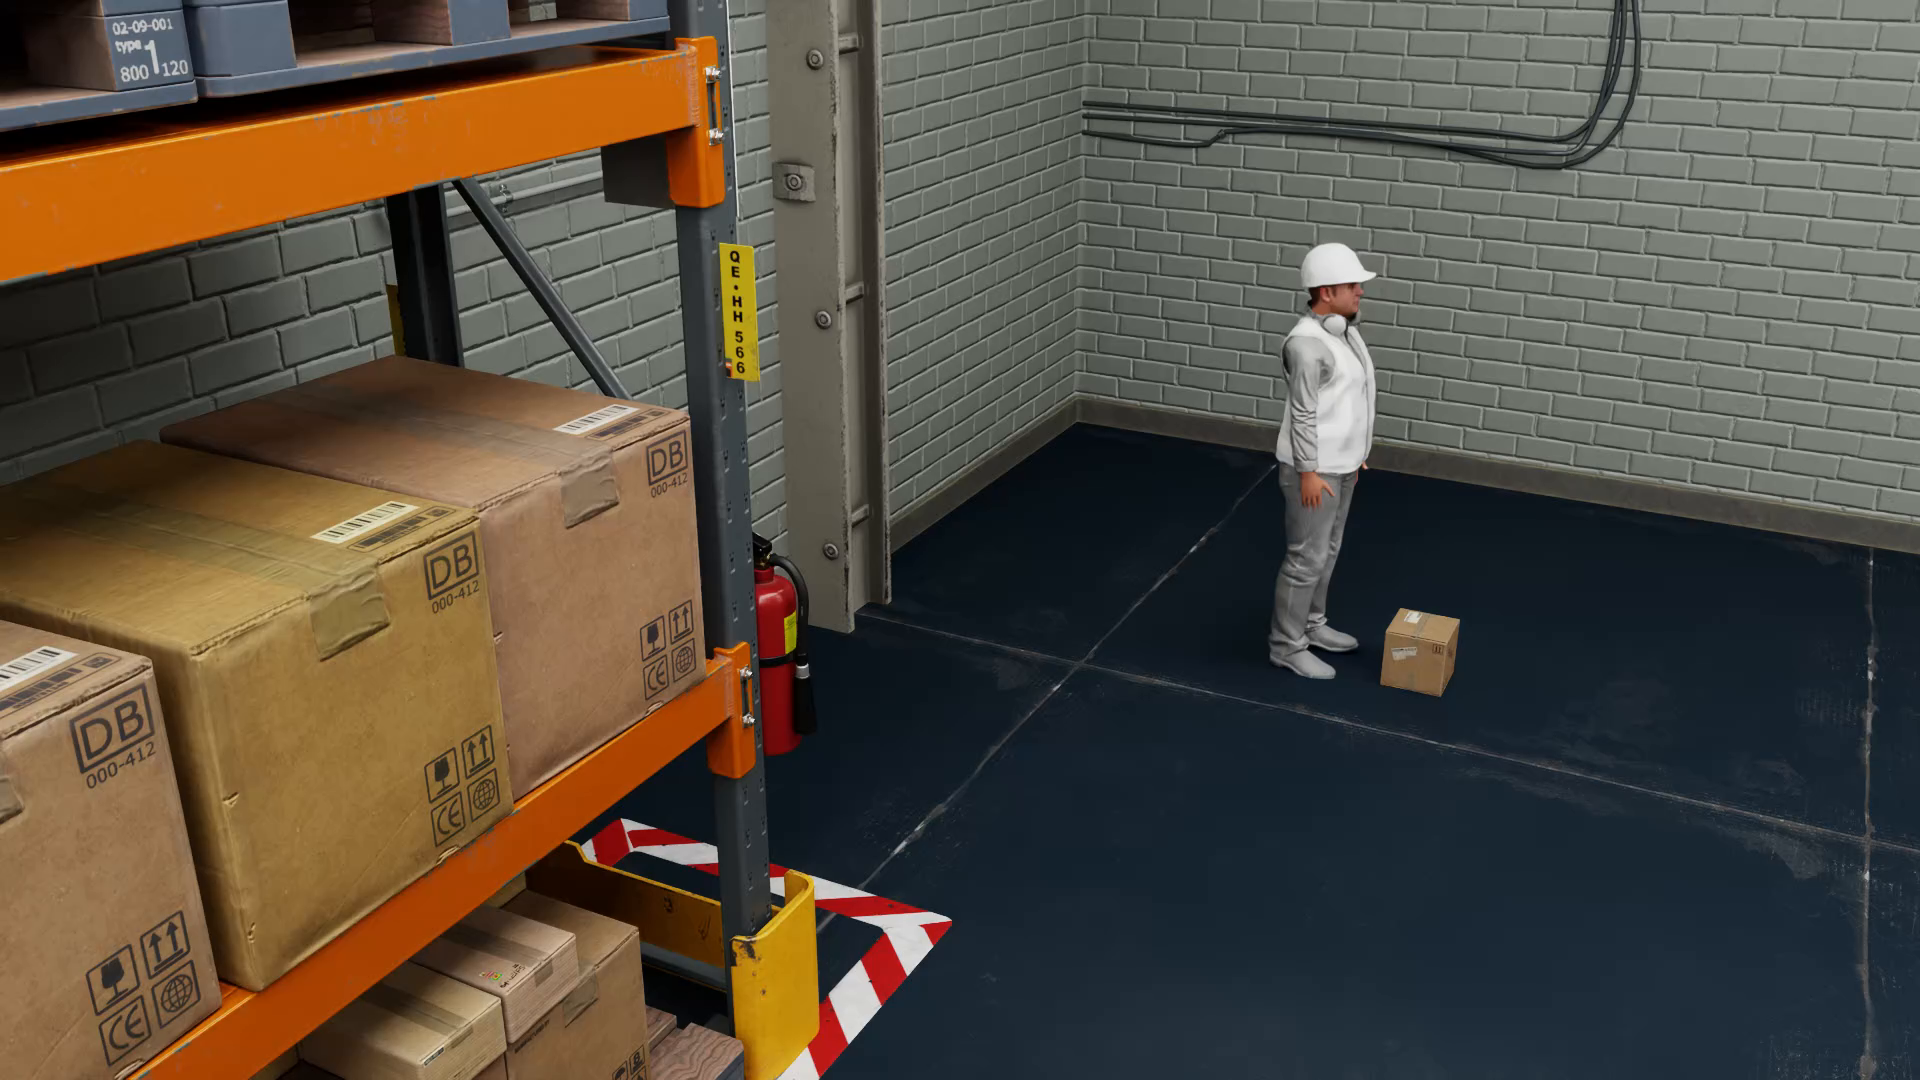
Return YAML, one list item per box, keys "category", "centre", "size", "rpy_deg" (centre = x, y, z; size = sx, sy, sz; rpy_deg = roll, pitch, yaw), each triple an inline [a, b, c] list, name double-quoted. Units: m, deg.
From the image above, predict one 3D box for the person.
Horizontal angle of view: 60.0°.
- category: "person"
  centre: [1.504, -0.323, 6.847]
  size: [0.370, 1.796, 0.543]
  rpy_deg: [12, 25, 26]
